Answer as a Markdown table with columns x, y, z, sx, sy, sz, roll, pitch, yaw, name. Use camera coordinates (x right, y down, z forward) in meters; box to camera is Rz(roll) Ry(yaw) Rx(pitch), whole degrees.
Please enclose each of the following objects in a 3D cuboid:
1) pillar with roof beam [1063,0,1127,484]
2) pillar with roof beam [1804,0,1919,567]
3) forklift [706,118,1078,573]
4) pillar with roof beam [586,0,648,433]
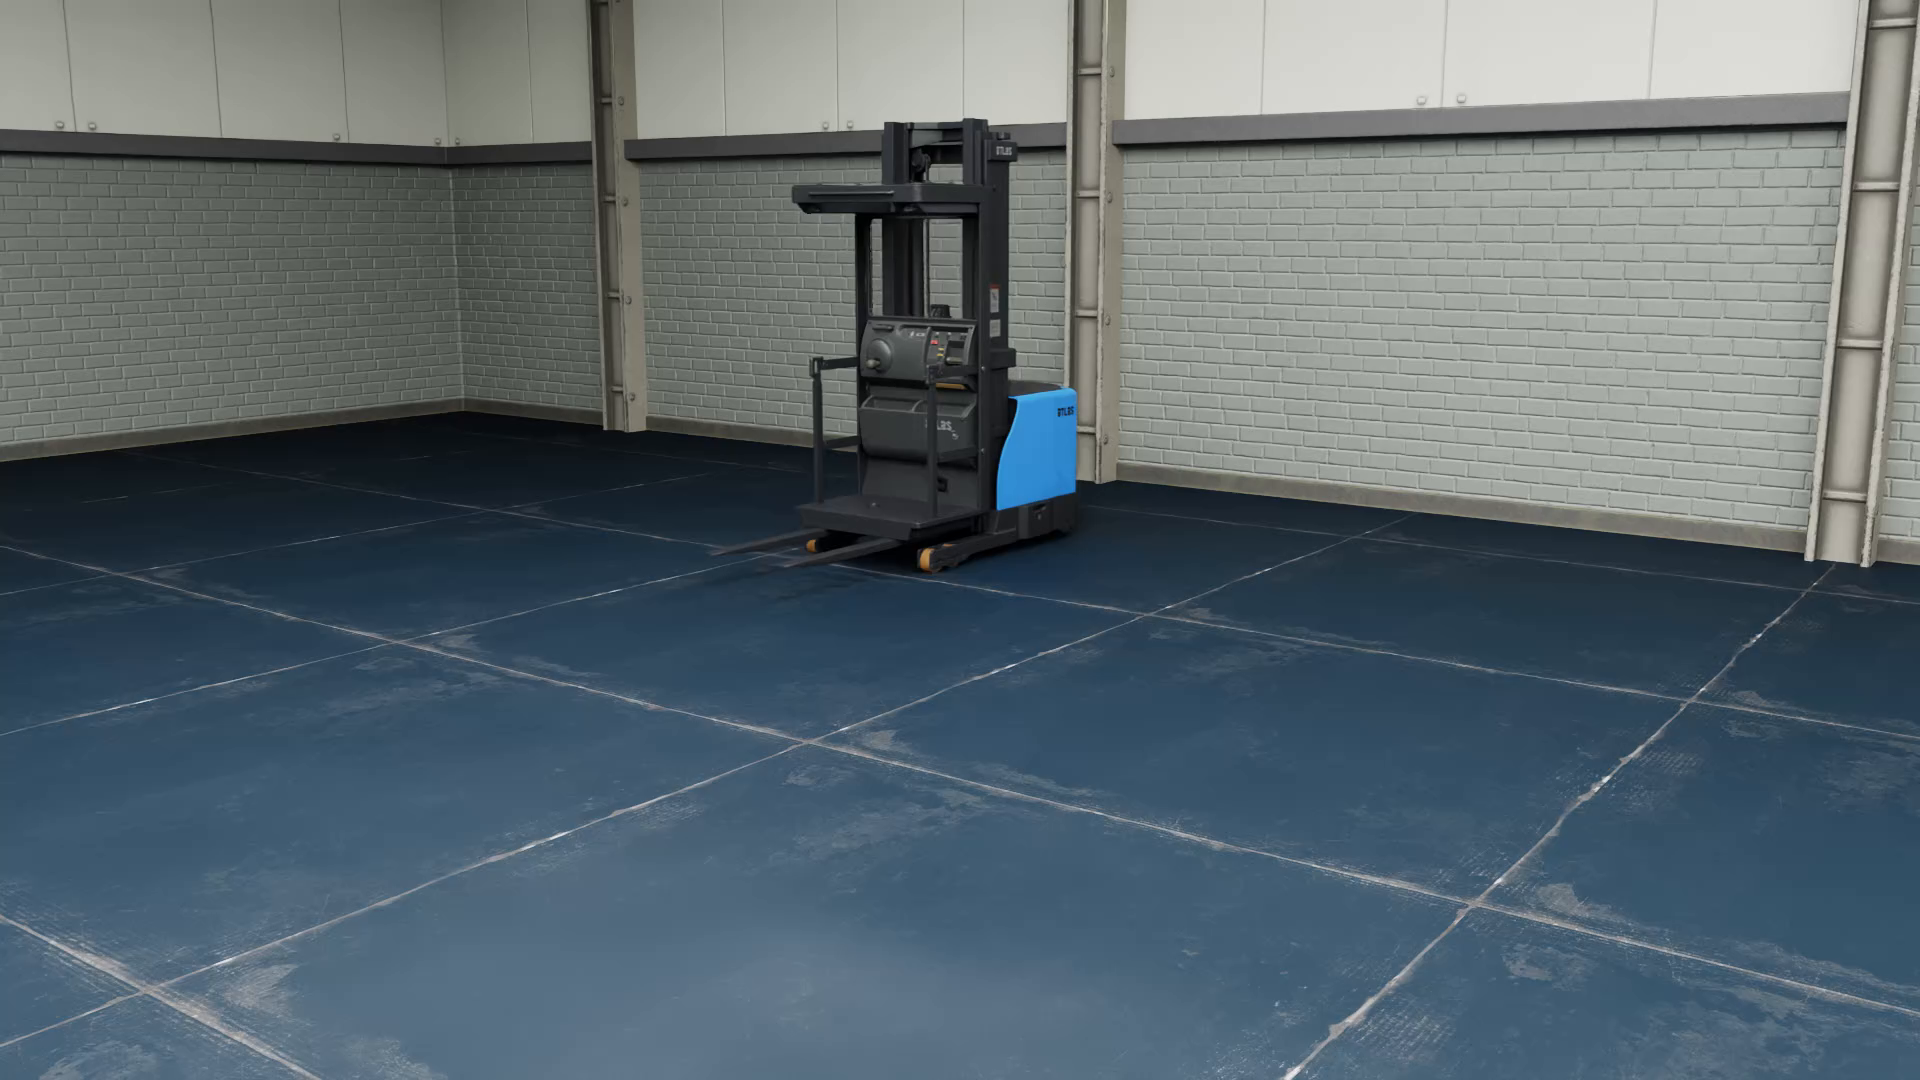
| x | y | z | sx | sy | sz | roll | pitch | yaw | name |
| --- | --- | --- | --- | --- | --- | --- | --- | --- | --- |
| -1.390 | -4.297 | 10.550 | 0.400 | 9.000 | 9.100 | 8 | 13 | 36 | pillar with roof beam |
| 3.446 | -3.623 | 7.063 | 0.400 | 9.000 | 9.100 | 8 | 13 | 36 | pillar with roof beam |
| -0.417 | -1.326 | 11.168 | 1.130 | 2.935 | 3.031 | 8 | 14 | 36 | forklift |
| -6.226 | -4.972 | 14.037 | 0.400 | 9.000 | 9.100 | 8 | 13 | 36 | pillar with roof beam |
